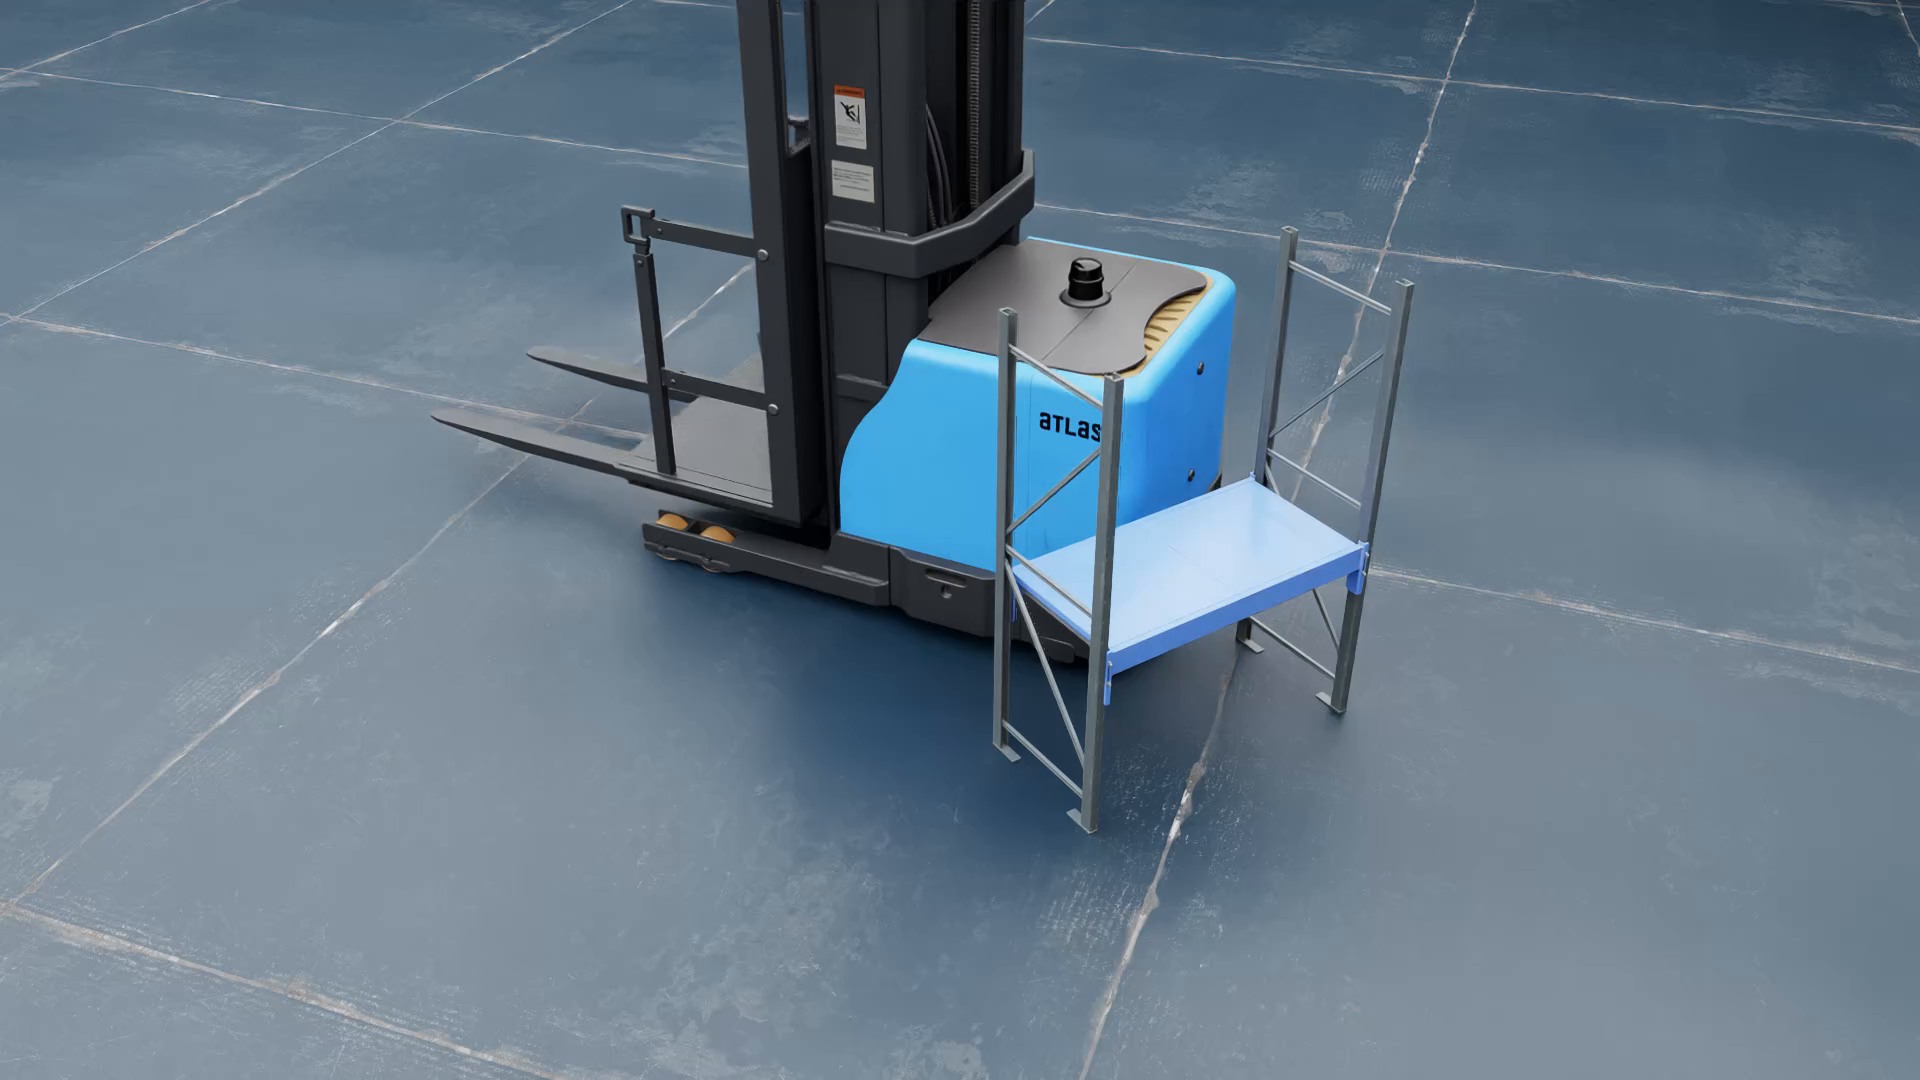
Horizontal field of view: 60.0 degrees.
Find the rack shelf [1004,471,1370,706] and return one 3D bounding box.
[{"bbox_3d":[0.678,0.121,5.012,1.000,0.185,0.538,-20,38,-28],"label":"rack shelf"}]

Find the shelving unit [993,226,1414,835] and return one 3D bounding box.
[{"bbox_3d":[0.678,-0.030,4.914,1.048,1.500,0.538,-20,38,-28],"label":"shelving unit"}]

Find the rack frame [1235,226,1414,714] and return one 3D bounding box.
[{"bbox_3d":[1.100,-0.183,5.151,0.032,1.500,0.500,-20,38,-28],"label":"rack frame"}]

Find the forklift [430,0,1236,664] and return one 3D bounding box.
[{"bbox_3d":[-0.600,-1.354,5.645,3.031,2.935,1.130,14,36,21],"label":"forklift"}]

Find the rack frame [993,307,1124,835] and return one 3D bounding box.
[{"bbox_3d":[0.255,0.123,4.677,0.032,1.500,0.500,-20,38,-28],"label":"rack frame"}]
